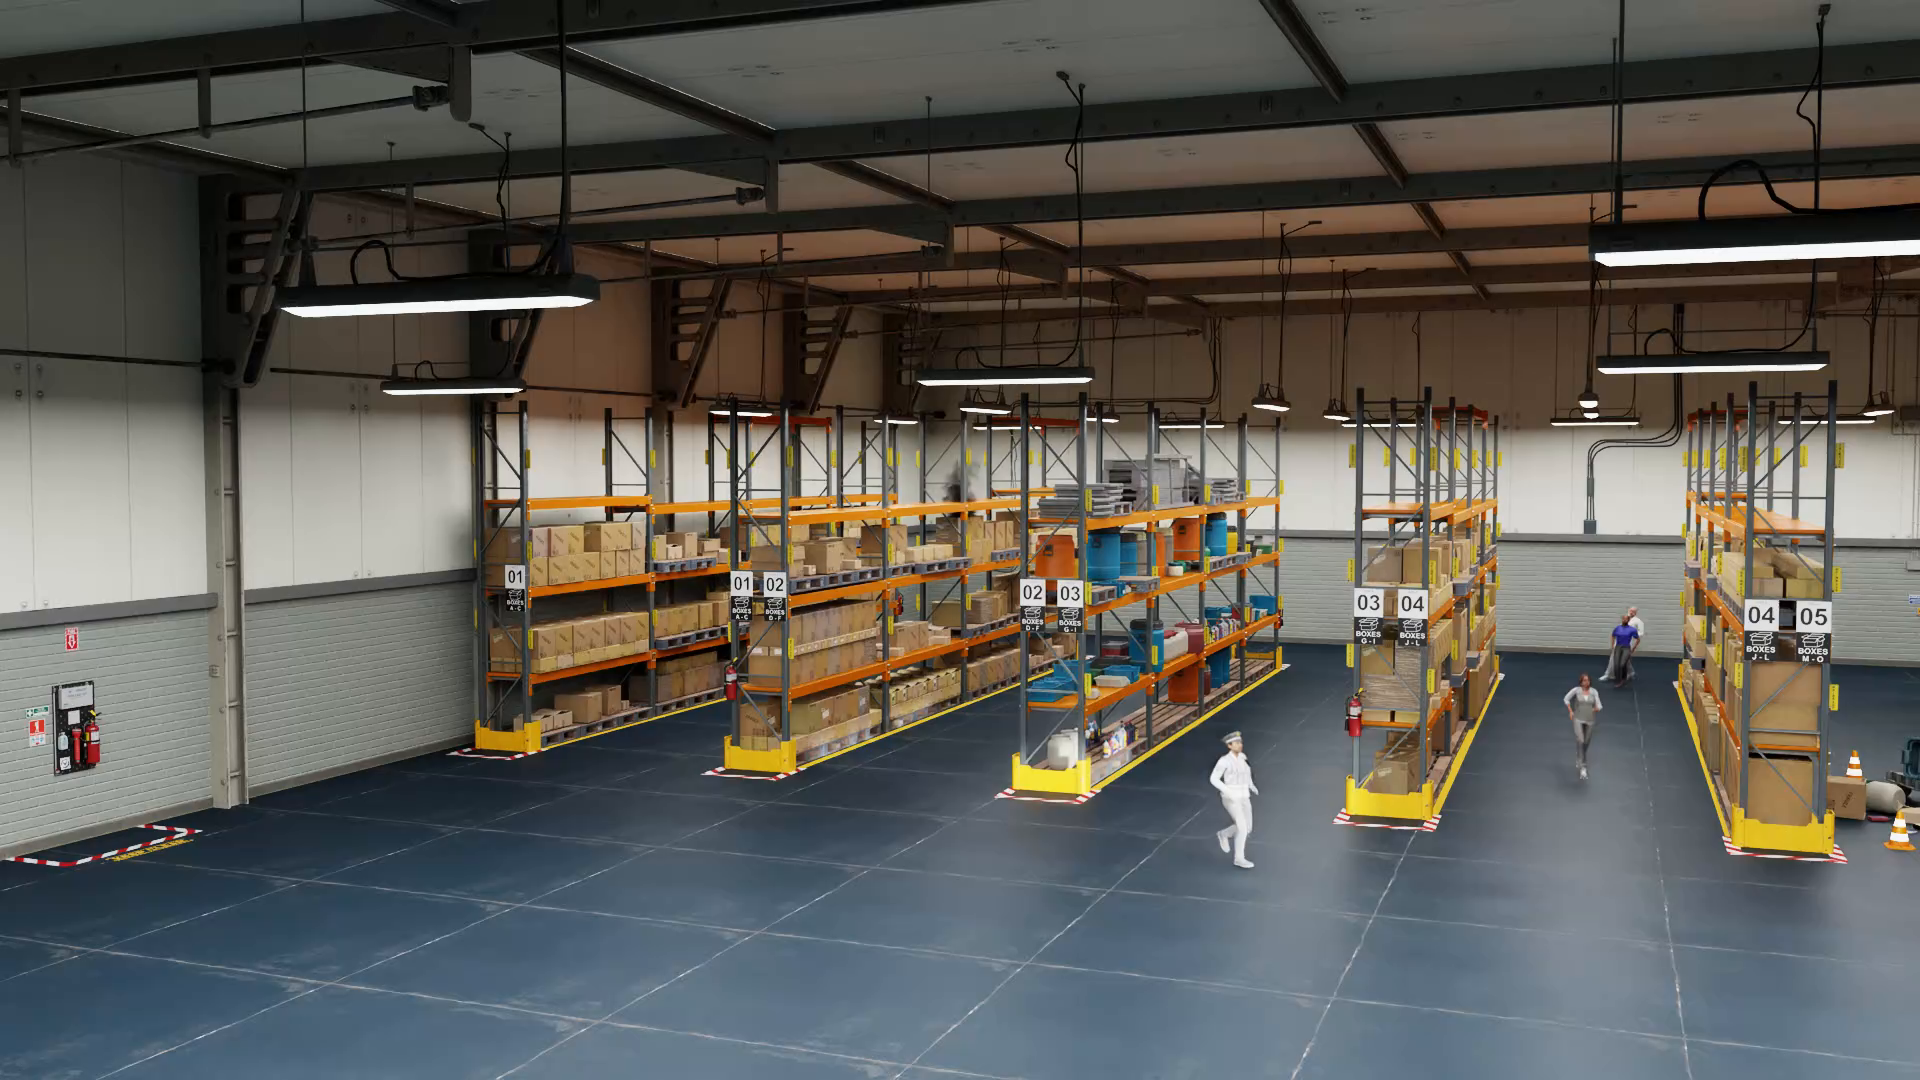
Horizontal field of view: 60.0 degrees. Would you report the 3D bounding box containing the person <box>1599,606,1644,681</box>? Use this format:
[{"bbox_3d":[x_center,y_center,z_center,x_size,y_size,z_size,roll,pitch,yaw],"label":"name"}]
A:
[{"bbox_3d":[14.993,2.332,37.372,0.888,1.730,0.843,-1,3,-26],"label":"person"}]

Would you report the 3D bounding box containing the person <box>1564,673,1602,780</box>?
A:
[{"bbox_3d":[9.866,2.911,26.304,0.535,1.623,0.841,0,3,7],"label":"person"}]

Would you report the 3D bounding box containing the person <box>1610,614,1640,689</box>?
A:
[{"bbox_3d":[14.443,2.478,36.240,0.603,1.544,0.489,2,4,41],"label":"person"}]

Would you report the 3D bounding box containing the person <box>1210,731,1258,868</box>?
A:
[{"bbox_3d":[3.374,3.176,20.513,0.619,1.646,0.646,-2,3,-36],"label":"person"}]
